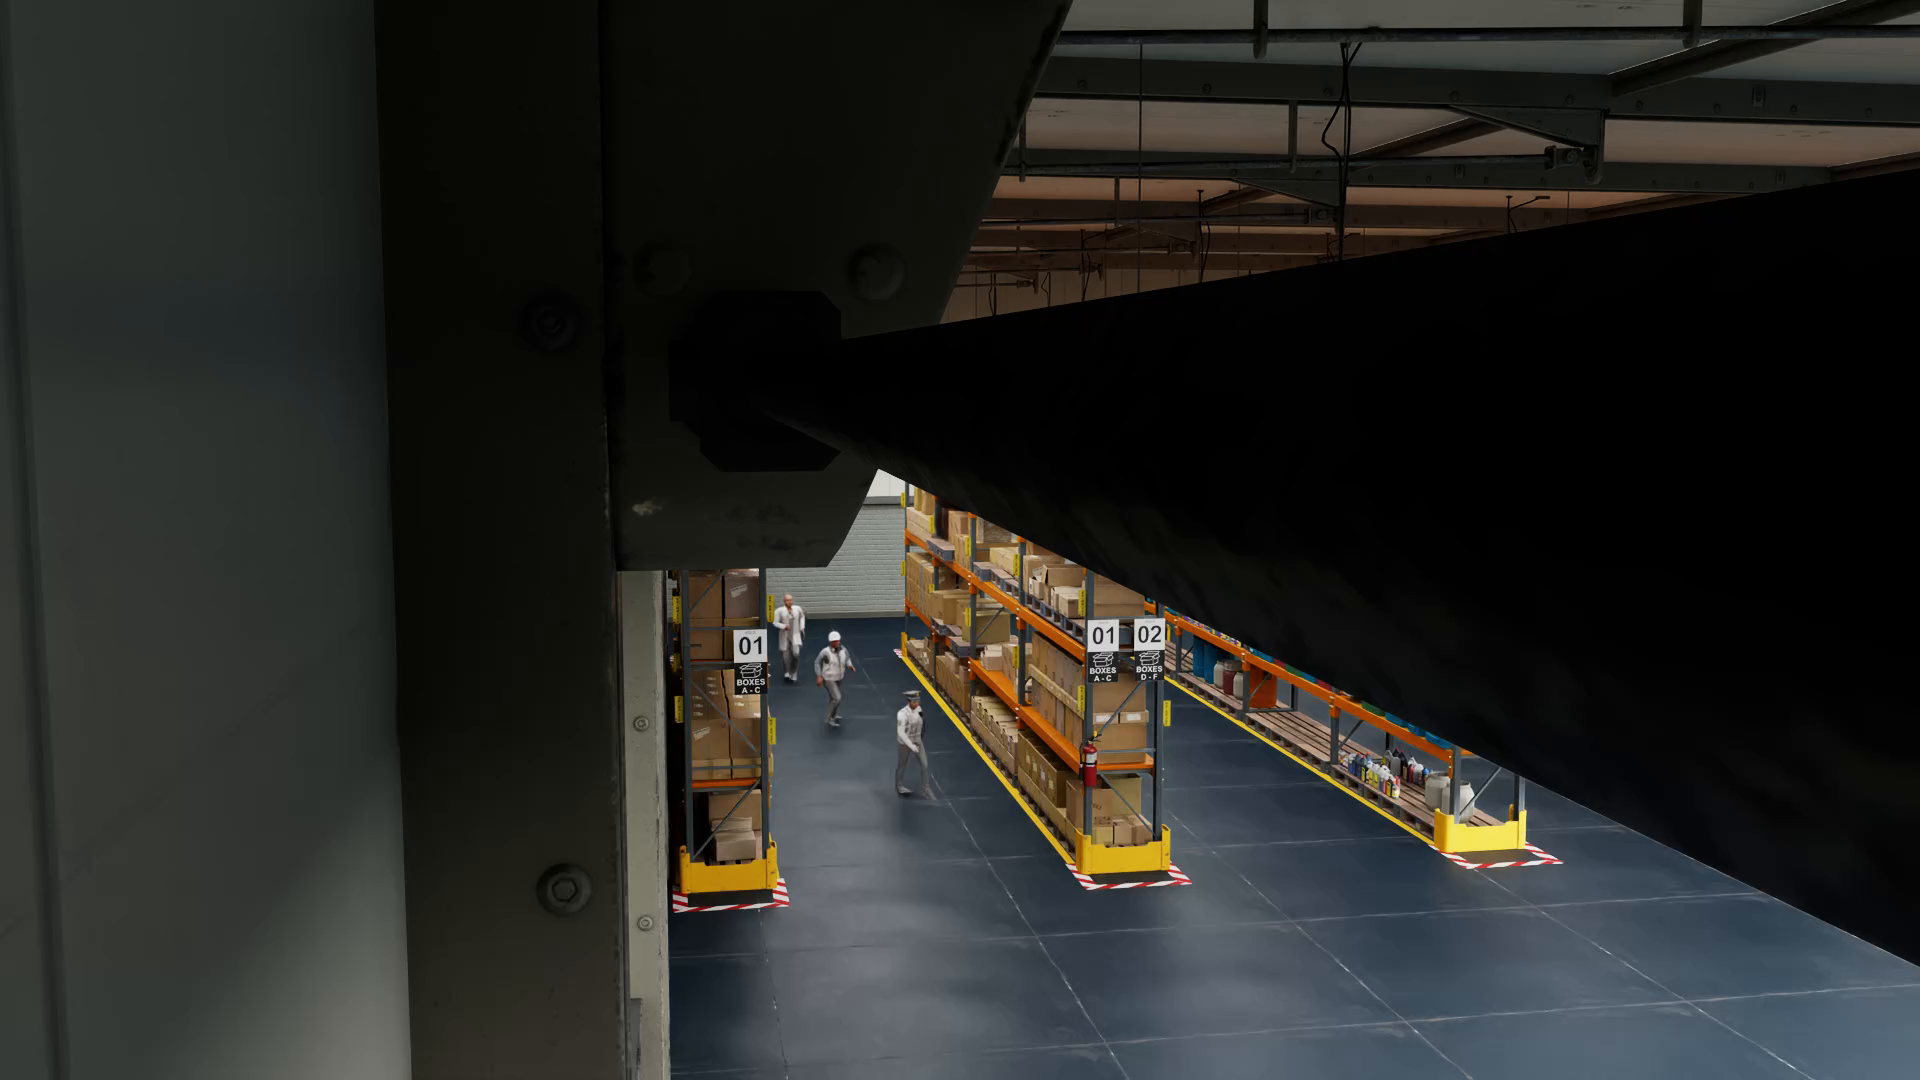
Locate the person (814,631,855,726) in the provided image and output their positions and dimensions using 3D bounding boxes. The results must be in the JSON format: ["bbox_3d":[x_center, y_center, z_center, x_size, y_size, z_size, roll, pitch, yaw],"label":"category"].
[{"bbox_3d":[-2.196,2.460,29.486,0.828,1.740,0.658,5,7,37],"label":"person"}]

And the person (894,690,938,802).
[{"bbox_3d":[-0.733,3.023,24.438,0.545,1.694,0.806,-4,7,-34],"label":"person"}]

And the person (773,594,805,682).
[{"bbox_3d":[-3.433,1.981,33.522,0.663,1.780,0.849,-1,6,-12],"label":"person"}]
